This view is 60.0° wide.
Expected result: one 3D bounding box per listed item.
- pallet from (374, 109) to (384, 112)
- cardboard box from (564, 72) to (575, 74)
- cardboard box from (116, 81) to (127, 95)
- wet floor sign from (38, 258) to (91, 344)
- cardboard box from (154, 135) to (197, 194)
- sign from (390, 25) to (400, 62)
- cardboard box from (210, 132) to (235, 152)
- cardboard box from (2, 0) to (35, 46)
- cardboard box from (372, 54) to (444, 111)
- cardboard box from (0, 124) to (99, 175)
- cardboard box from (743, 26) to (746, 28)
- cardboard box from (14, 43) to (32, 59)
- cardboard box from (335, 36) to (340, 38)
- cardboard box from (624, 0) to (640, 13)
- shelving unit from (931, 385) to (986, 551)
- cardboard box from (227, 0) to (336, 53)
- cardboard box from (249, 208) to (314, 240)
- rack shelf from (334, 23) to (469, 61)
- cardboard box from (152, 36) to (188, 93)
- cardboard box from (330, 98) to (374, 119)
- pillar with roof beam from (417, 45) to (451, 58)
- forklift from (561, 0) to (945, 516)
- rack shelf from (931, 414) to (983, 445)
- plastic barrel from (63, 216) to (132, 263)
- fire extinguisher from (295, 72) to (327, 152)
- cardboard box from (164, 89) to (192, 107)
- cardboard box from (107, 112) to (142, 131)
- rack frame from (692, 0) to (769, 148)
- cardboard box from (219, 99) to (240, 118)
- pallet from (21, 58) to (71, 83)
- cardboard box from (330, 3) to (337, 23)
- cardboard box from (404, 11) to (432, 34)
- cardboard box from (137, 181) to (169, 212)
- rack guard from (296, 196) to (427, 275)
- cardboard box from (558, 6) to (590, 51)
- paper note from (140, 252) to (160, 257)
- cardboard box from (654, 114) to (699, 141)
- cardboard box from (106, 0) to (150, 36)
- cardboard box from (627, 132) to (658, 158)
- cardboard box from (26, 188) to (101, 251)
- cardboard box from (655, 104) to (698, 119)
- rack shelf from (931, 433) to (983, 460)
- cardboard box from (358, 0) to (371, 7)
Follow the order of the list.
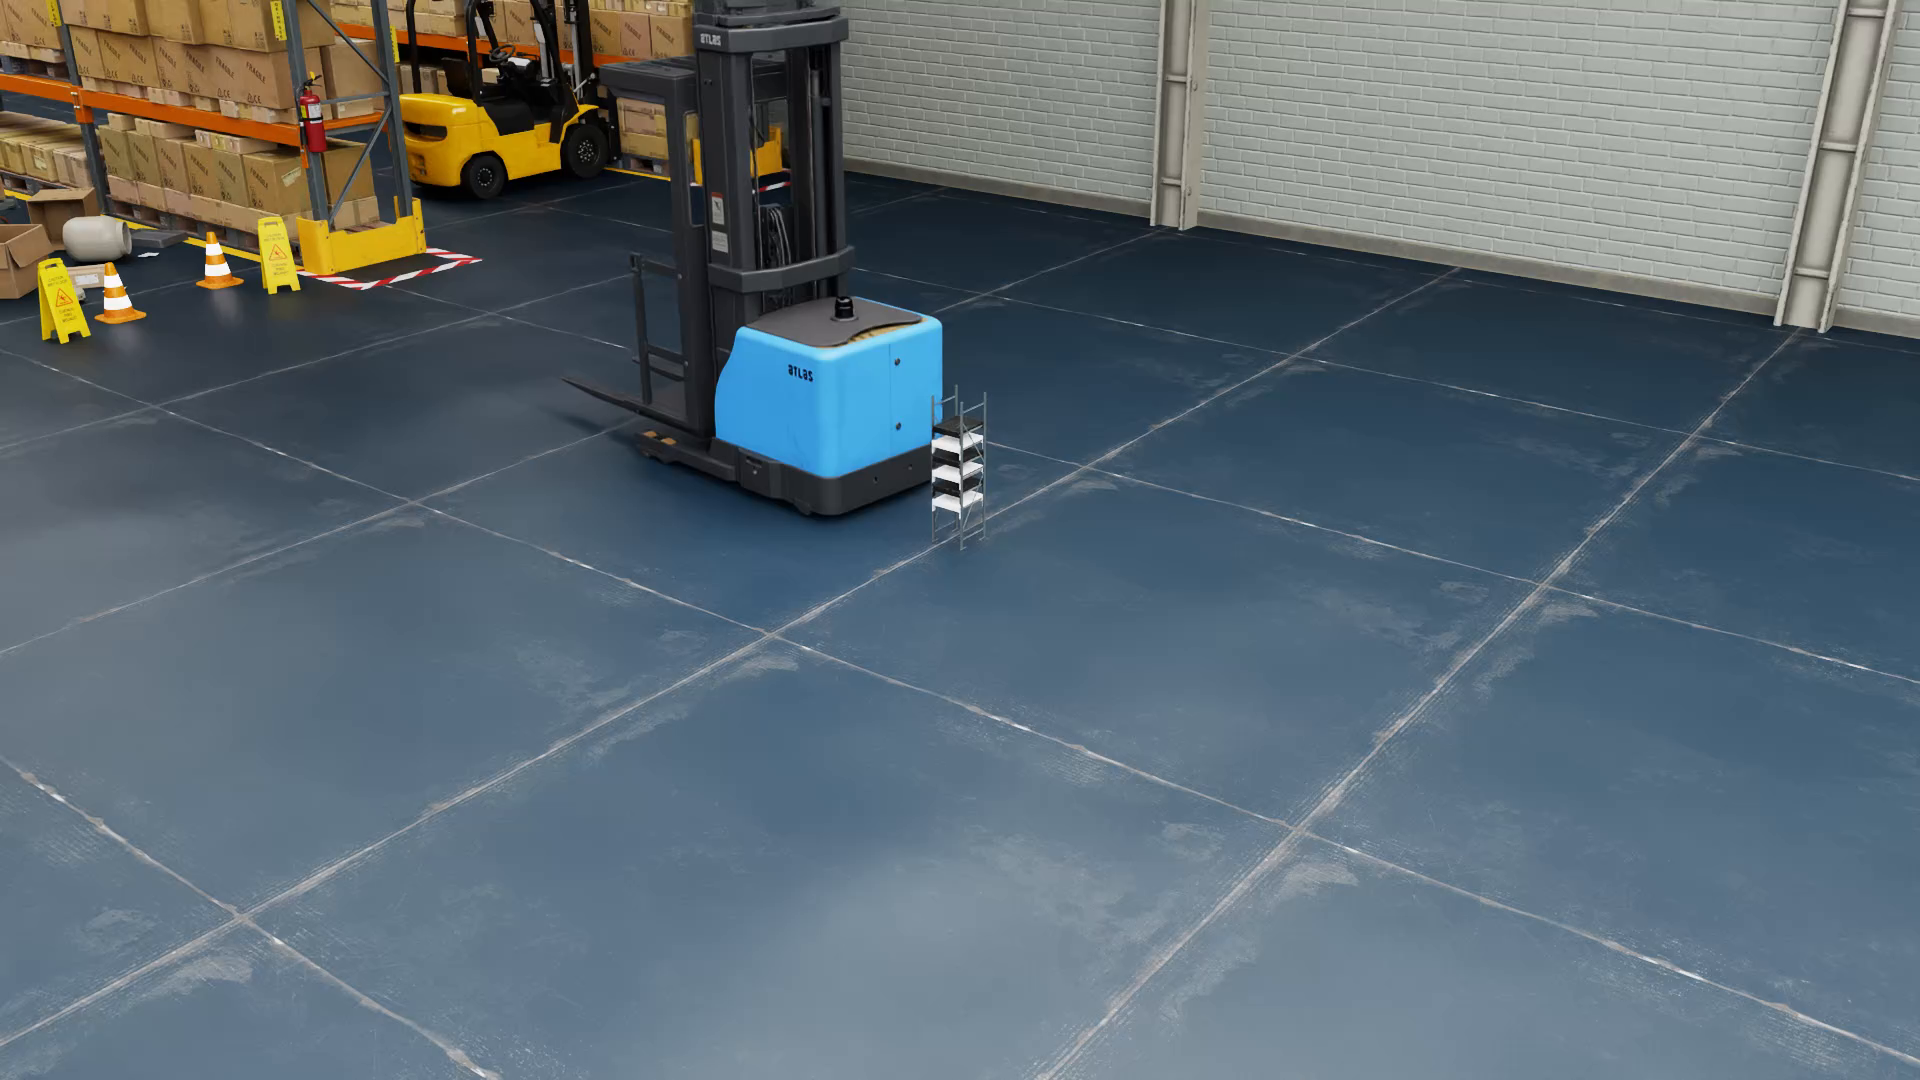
[{"bbox_3d":[-7.379,-5.755,22.551,1.213,0.211,1.003,17,29,33],"label":"pallet"},{"bbox_3d":[-4.779,-5.501,20.164,0.500,0.250,0.500,18,29,35],"label":"cardboard box"},{"bbox_3d":[-8.236,-4.575,16.725,0.250,0.149,0.380,17,29,33],"label":"cardboard box"},{"bbox_3d":[-7.236,-1.934,13.340,0.232,0.644,0.267,12,26,24],"label":"wet floor sign"},{"bbox_3d":[-7.600,-3.764,16.533,0.500,0.500,0.500,19,30,36],"label":"cardboard box"},{"bbox_3d":[-5.234,-4.573,15.334,0.005,0.325,0.100,17,29,33],"label":"sign"},{"bbox_3d":[-6.890,-3.814,15.840,0.250,0.149,0.380,17,29,34],"label":"cardboard box"},{"bbox_3d":[-9.665,-5.500,17.499,0.500,0.500,0.500,17,29,34],"label":"cardboard box"},{"bbox_3d":[-7.429,-6.170,22.458,0.625,0.625,0.875,15,28,31],"label":"cardboard box"},{"bbox_3d":[-10.316,-4.425,18.810,0.625,0.372,0.950,18,29,35],"label":"cardboard box"},{"bbox_3d":[-2.815,-5.859,19.203,0.500,0.500,0.500,18,29,35],"label":"cardboard box"},{"bbox_3d":[-9.765,-5.201,17.626,0.250,0.149,0.380,16,29,32],"label":"cardboard box"},{"bbox_3d":[-6.188,-4.512,15.776,0.500,0.500,0.500,18,29,35],"label":"cardboard box"},{"bbox_3d":[-3.615,-6.138,19.032,0.250,0.149,0.380,17,29,33],"label":"cardboard box"},{"bbox_3d":[-0.006,-0.414,9.573,0.210,0.900,0.258,17,29,33],"label":"shelving unit"},{"bbox_3d":[-6.099,-4.694,14.950,0.500,0.500,0.700,16,28,32],"label":"cardboard box"},{"bbox_3d":[-6.386,-3.050,15.841,0.500,0.250,0.500,17,29,33],"label":"cardboard box"},{"bbox_3d":[-7.386,-6.725,22.186,4.000,0.370,1.077,17,29,33],"label":"rack shelf"},{"bbox_3d":[-7.349,-4.599,15.975,0.500,0.500,0.500,17,29,34],"label":"cardboard box"},{"bbox_3d":[-5.707,-4.035,15.500,0.250,0.149,0.380,17,29,33],"label":"cardboard box"},{"bbox_3d":[-9.985,-8.870,18.721,0.400,9.000,9.100,17,29,33],"label":"pillar with roof beam"},{"bbox_3d":[-1.511,-1.976,10.599,3.031,2.935,1.130,21,31,39],"label":"forklift"},{"bbox_3d":[-0.006,-0.630,9.478,0.200,0.077,0.258,17,29,33],"label":"rack shelf"},{"bbox_3d":[-8.120,-2.833,15.656,0.512,0.421,0.421,-5,24,-12],"label":"plastic barrel"},{"bbox_3d":[-5.744,-3.790,14.727,0.183,0.674,0.296,17,29,33],"label":"fire extinguisher"},{"bbox_3d":[-7.464,-4.310,16.123,0.250,0.149,0.380,17,29,33],"label":"cardboard box"},{"bbox_3d":[-8.386,-4.263,16.860,0.250,0.149,0.380,17,29,34],"label":"cardboard box"},{"bbox_3d":[-2.585,-5.604,18.748,0.127,3.000,1.000,17,29,33],"label":"rack frame"},{"bbox_3d":[-6.672,-4.055,15.544,0.250,0.149,0.380,17,29,34],"label":"cardboard box"},{"bbox_3d":[-9.284,-5.113,17.871,1.213,0.211,1.003,17,29,33],"label":"pallet"},{"bbox_3d":[-8.379,-7.160,22.467,0.500,0.250,0.500,16,28,32],"label":"cardboard box"},{"bbox_3d":[-6.752,-6.660,21.331,0.500,0.250,0.500,17,29,33],"label":"cardboard box"},{"bbox_3d":[-8.016,-3.547,16.970,0.500,0.250,0.500,19,30,36],"label":"cardboard box"},{"bbox_3d":[-5.620,-2.876,15.657,0.348,0.500,1.175,17,29,33],"label":"rack guard"},{"bbox_3d":[-4.365,-6.054,19.646,0.500,0.500,0.500,17,29,34],"label":"cardboard box"},{"bbox_3d":[-7.768,-2.739,15.928,0.148,0.019,0.142,7,25,15],"label":"paper note"},{"bbox_3d":[-3.162,-4.783,19.155,0.500,0.250,0.500,16,29,33],"label":"cardboard box"},{"bbox_3d":[-7.757,-5.171,16.033,0.500,0.500,0.700,16,28,32],"label":"cardboard box"},{"bbox_3d":[-3.543,-4.673,19.524,0.500,0.250,0.500,17,29,33],"label":"cardboard box"},{"bbox_3d":[-8.718,-3.128,16.226,0.500,0.500,0.500,-5,24,-12],"label":"cardboard box"},{"bbox_3d":[-3.141,-5.006,19.041,0.500,0.250,0.500,18,29,35],"label":"cardboard box"},{"bbox_3d":[-0.006,-0.548,9.514,0.200,0.077,0.258,17,29,33],"label":"rack shelf"},{"bbox_3d":[-7.546,-7.143,21.808,0.500,0.250,0.500,17,29,34],"label":"cardboard box"}]
